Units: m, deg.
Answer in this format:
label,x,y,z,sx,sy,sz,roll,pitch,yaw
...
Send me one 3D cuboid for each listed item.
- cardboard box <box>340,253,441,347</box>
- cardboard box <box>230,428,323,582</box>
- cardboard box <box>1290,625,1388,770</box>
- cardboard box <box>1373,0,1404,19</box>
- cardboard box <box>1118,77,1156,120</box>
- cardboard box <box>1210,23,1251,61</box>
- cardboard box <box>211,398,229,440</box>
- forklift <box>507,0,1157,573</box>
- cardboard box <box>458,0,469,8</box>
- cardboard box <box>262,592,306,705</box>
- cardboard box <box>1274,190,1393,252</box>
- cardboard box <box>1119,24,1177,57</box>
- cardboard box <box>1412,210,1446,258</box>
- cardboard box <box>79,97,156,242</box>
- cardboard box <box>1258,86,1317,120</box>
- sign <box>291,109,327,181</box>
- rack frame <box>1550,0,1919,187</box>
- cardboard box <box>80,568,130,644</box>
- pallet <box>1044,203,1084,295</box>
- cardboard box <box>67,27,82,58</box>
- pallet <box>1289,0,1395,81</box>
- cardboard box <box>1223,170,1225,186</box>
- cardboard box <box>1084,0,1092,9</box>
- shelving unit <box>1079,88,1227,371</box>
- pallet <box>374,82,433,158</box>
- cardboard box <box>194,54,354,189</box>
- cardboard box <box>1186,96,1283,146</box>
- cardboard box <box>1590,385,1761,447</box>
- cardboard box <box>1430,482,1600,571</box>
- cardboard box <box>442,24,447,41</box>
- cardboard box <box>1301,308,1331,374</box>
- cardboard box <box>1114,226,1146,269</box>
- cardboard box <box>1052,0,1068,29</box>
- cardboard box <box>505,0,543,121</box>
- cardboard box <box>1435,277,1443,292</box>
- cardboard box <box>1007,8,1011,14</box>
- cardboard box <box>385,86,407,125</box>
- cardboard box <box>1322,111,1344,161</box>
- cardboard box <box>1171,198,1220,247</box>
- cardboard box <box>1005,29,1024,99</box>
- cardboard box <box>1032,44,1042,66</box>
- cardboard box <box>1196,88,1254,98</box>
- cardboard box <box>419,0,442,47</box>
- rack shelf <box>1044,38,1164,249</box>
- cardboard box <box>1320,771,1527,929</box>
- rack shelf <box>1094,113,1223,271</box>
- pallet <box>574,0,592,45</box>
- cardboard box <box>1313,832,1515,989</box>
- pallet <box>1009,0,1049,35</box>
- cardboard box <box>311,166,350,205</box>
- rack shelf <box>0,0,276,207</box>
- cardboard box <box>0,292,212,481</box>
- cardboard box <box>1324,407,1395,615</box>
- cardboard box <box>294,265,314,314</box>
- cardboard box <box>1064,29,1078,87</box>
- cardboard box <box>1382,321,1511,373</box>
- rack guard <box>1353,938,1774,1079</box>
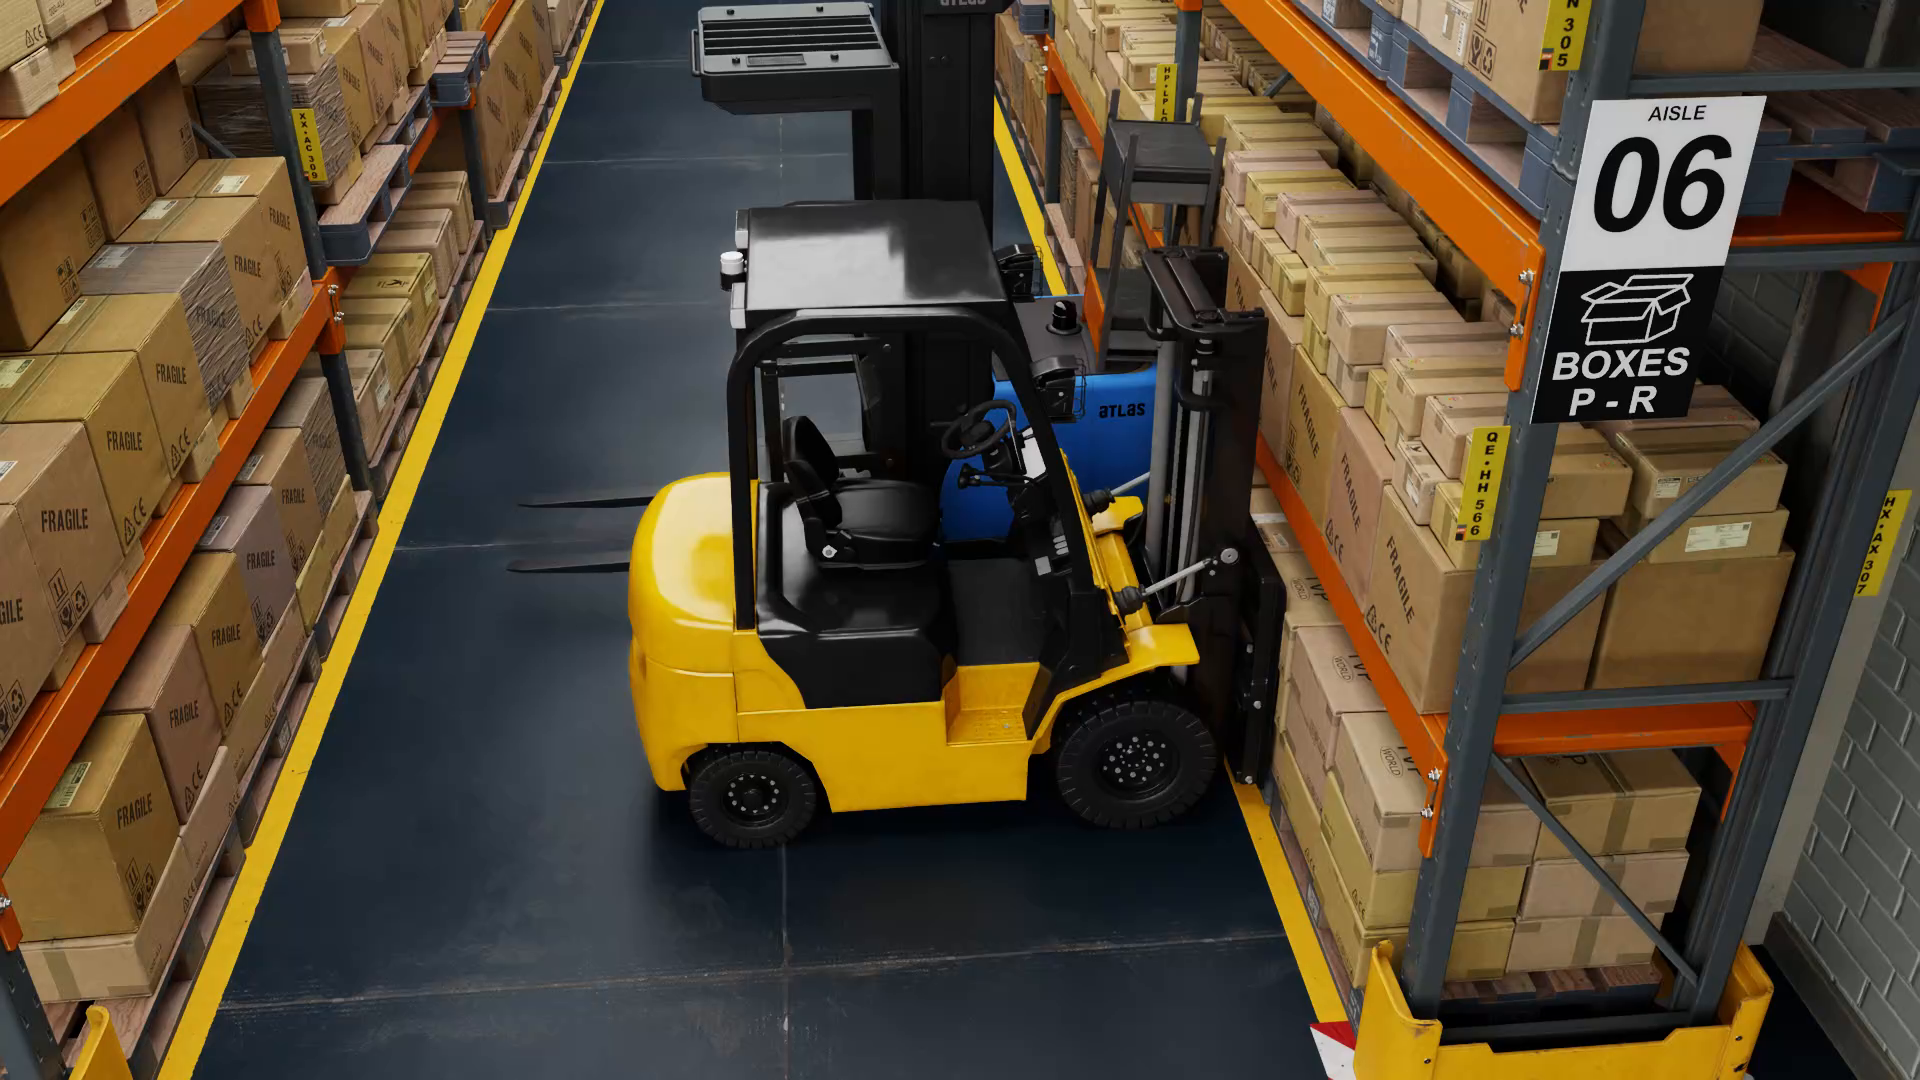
label,x,y,z,sx,sy,sz,roll,pitch,yaw
cardboard box,-3.641,-1.404,9.829,0.950,0.372,0.625,-2,31,-3
cardboard box,-3.080,-0.136,7.093,0.500,0.500,0.500,-2,31,-4
cardboard box,1.456,0.530,5.734,0.500,0.250,0.500,-2,31,-4
cardboard box,1.583,-1.856,4.903,0.700,0.500,0.500,-3,31,-4
cardboard box,1.134,-2.254,8.756,0.500,0.250,0.500,-4,31,-6
cardboard box,1.604,-2.767,9.227,0.380,0.149,0.250,-3,31,-5
cardboard box,-3.026,-0.455,6.331,0.380,0.149,0.250,-3,31,-5
forklift,-0.619,-1.212,7.421,3.031,2.935,1.130,-4,31,-7
cardboard box,-3.627,-3.826,11.389,0.500,0.250,0.500,-3,31,-5
cardboard box,-3.027,0.458,6.831,0.500,0.250,0.500,-2,31,-4
cardboard box,1.423,-1.221,6.349,0.380,0.149,0.250,-3,31,-5
cardboard box,1.088,-2.739,9.180,0.380,0.149,0.250,-2,31,-4
cardboard box,1.900,-1.117,6.175,0.380,0.149,0.250,-2,31,-3
cardboard box,-3.601,-1.466,6.416,0.700,0.500,0.500,-3,31,-4
cardboard box,1.670,-2.114,8.133,0.380,0.149,0.250,-3,31,-6
sign,-2.912,-1.764,7.435,0.100,0.325,0.005,-3,31,-5
rack frame,1.863,-2.136,3.050,1.000,3.000,0.127,-3,31,-5
cardboard box,-2.864,0.205,5.227,0.380,0.149,0.250,-2,31,-4
pallet,1.154,-2.025,11.435,1.003,0.211,1.213,-3,31,-5
cardboard box,-3.069,-1.602,5.328,0.380,0.149,0.250,-3,31,-5
pallet,1.706,-1.797,5.494,1.003,0.211,1.213,-3,31,-5
cardboard box,1.335,-1.485,7.081,0.380,0.149,0.250,-3,31,-5
cardboard box,0.965,-3.390,10.271,0.380,0.149,0.250,-2,31,-4
shelving unit,0.794,-0.945,7.594,0.431,2.100,0.503,1,36,-6
pallet,-3.600,-2.314,9.386,1.003,0.211,1.213,-3,31,-5
cardboard box,-3.210,-1.967,7.821,0.500,0.500,0.500,-2,31,-3
cardboard box,1.224,-1.875,7.443,0.380,0.149,0.250,-2,31,-4
cardboard box,2.082,-0.330,4.857,0.380,0.149,0.250,-2,31,-3
cardboard box,1.552,-0.045,4.671,0.380,0.149,0.250,-2,31,-4
cardboard box,-3.464,-3.188,10.498,0.380,0.149,0.250,-2,31,-4
cardboard box,1.408,-0.699,5.765,0.380,0.149,0.250,-3,31,-4
cardboard box,1.365,-1.426,9.618,0.875,0.625,0.625,-3,31,-5
cardboard box,0.889,-3.556,10.936,0.500,0.250,0.500,-3,31,-5
cardboard box,-3.970,-3.942,13.587,0.875,0.875,0.875,-2,31,-3
cardboard box,1.920,-0.985,6.245,0.380,0.149,0.250,-4,31,-6
cardboard box,0.614,-4.739,14.654,0.380,0.149,0.250,-4,31,-6
cardboard box,-3.283,-2.399,9.177,0.380,0.149,0.250,-2,31,-3
cardboard box,1.802,-1.773,7.273,0.380,0.149,0.250,-4,31,-6
cardboard box,1.271,-1.406,7.582,0.500,0.500,0.500,-4,31,-6
cardboard box,0.665,-4.010,14.066,0.500,0.500,0.500,-4,31,-6
cardboard box,0.777,-3.809,13.098,0.380,0.149,0.250,-3,31,-5
cardboard box,1.237,-2.088,8.090,0.380,0.149,0.250,-2,31,-3
cardboard box,-3.447,-3.274,10.009,0.500,0.500,0.500,-3,31,-5
rack shelf,1.303,-2.315,9.902,1.077,0.370,4.000,-3,31,-5
cardboard box,1.507,0.992,5.449,0.500,0.250,0.500,-3,31,-5
rack shelf,0.845,-1.500,7.193,0.431,0.518,0.480,1,36,-6
pallet,-4.310,-5.266,16.861,1.003,0.211,1.213,-3,31,-5
cardboard box,1.505,1.215,5.563,0.500,0.250,0.500,-3,31,-4
pallet,0.983,-3.905,12.050,1.213,0.211,1.003,-3,31,-5
cardboard box,-3.189,-1.733,8.061,0.380,0.149,0.250,-2,31,-4
rack shelf,-3.265,-1.321,5.312,1.077,0.370,4.000,-3,31,-5
cardboard box,-3.002,-0.530,5.825,0.500,0.500,0.500,-3,31,-6
cardboard box,1.517,-0.107,5.407,0.500,0.500,0.500,-2,31,-3
cardboard box,-3.118,-1.106,7.421,0.380,0.149,0.250,-3,31,-5
cardboard box,0.956,-3.085,10.636,0.500,0.250,0.500,-3,31,-6
cardboard box,1.565,-0.570,5.258,0.380,0.149,0.250,-3,31,-4
rack guard,1.866,1.525,5.209,1.175,0.500,0.348,-3,31,-5
